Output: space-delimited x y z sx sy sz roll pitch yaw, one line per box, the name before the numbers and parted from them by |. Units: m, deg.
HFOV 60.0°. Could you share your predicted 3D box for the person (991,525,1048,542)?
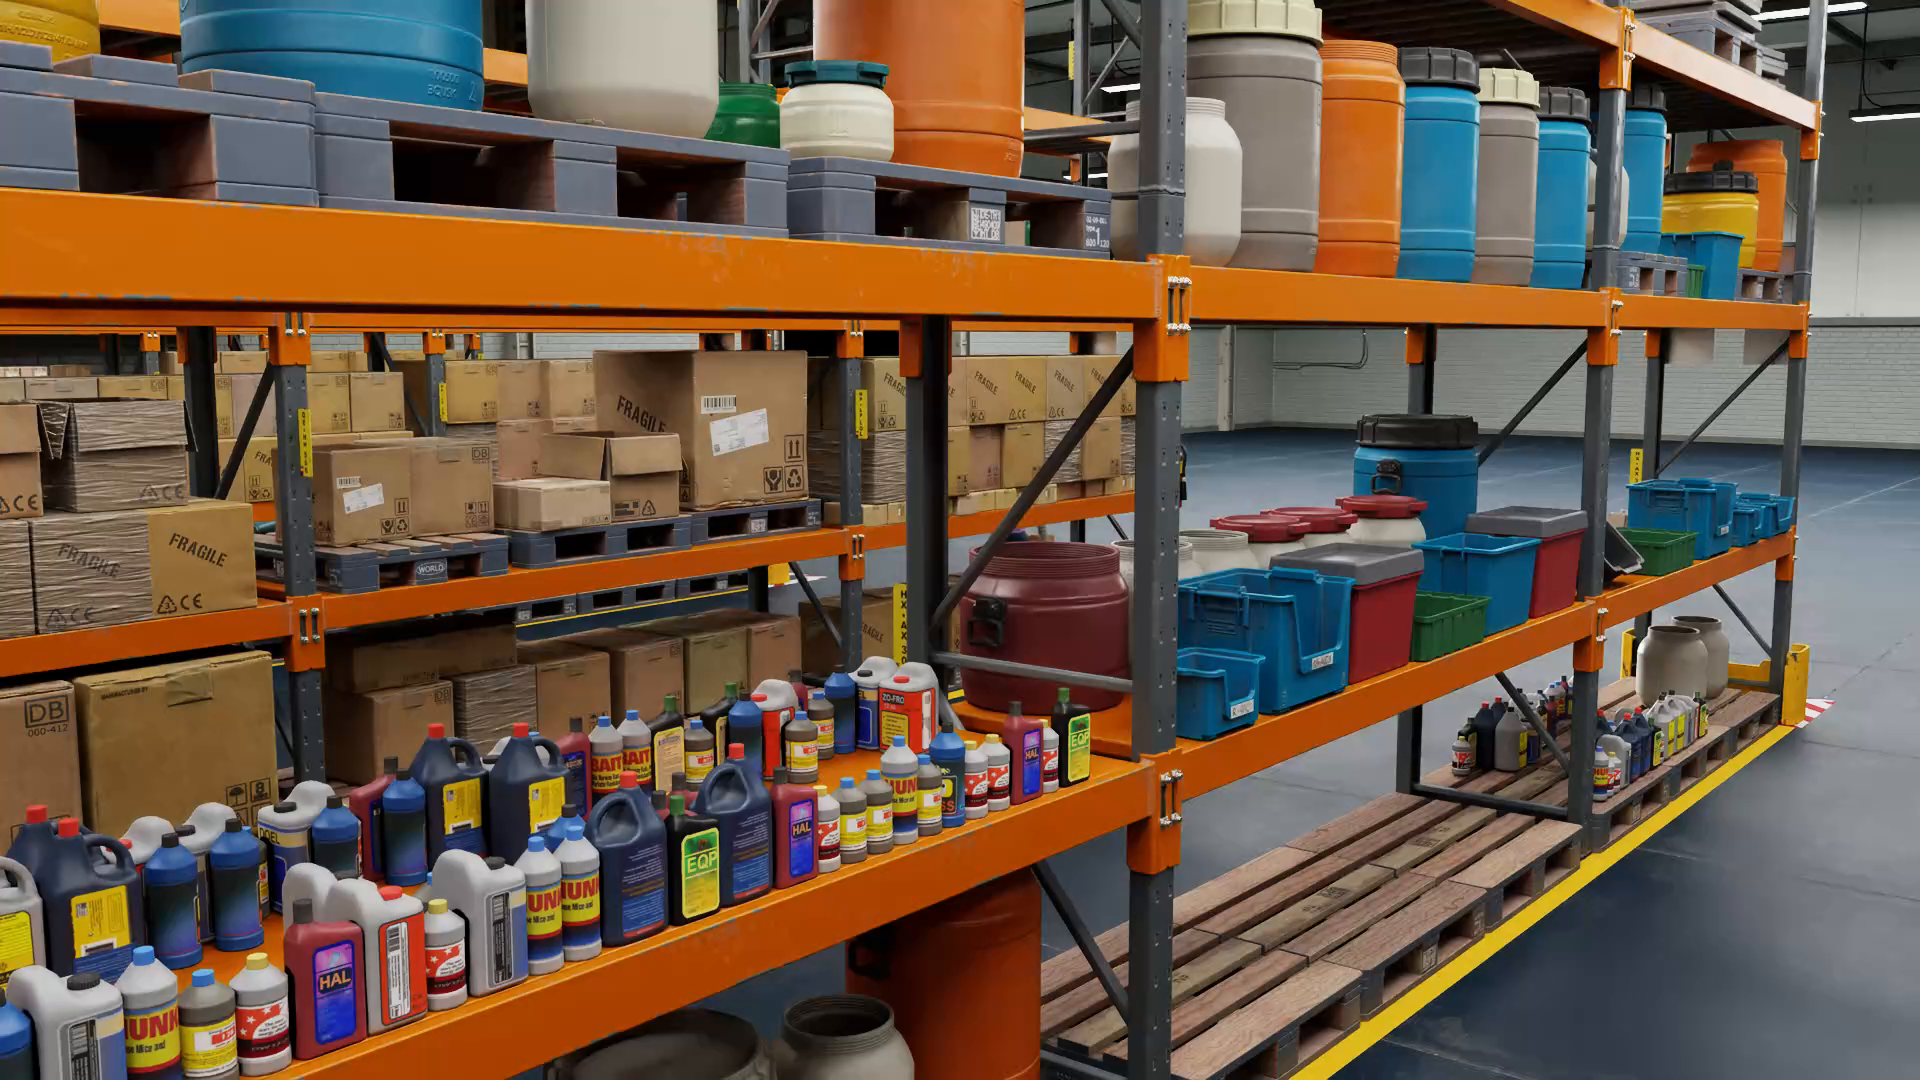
person | 0.611 0.055 16.195 0.395 1.170 0.829 5 9 36
